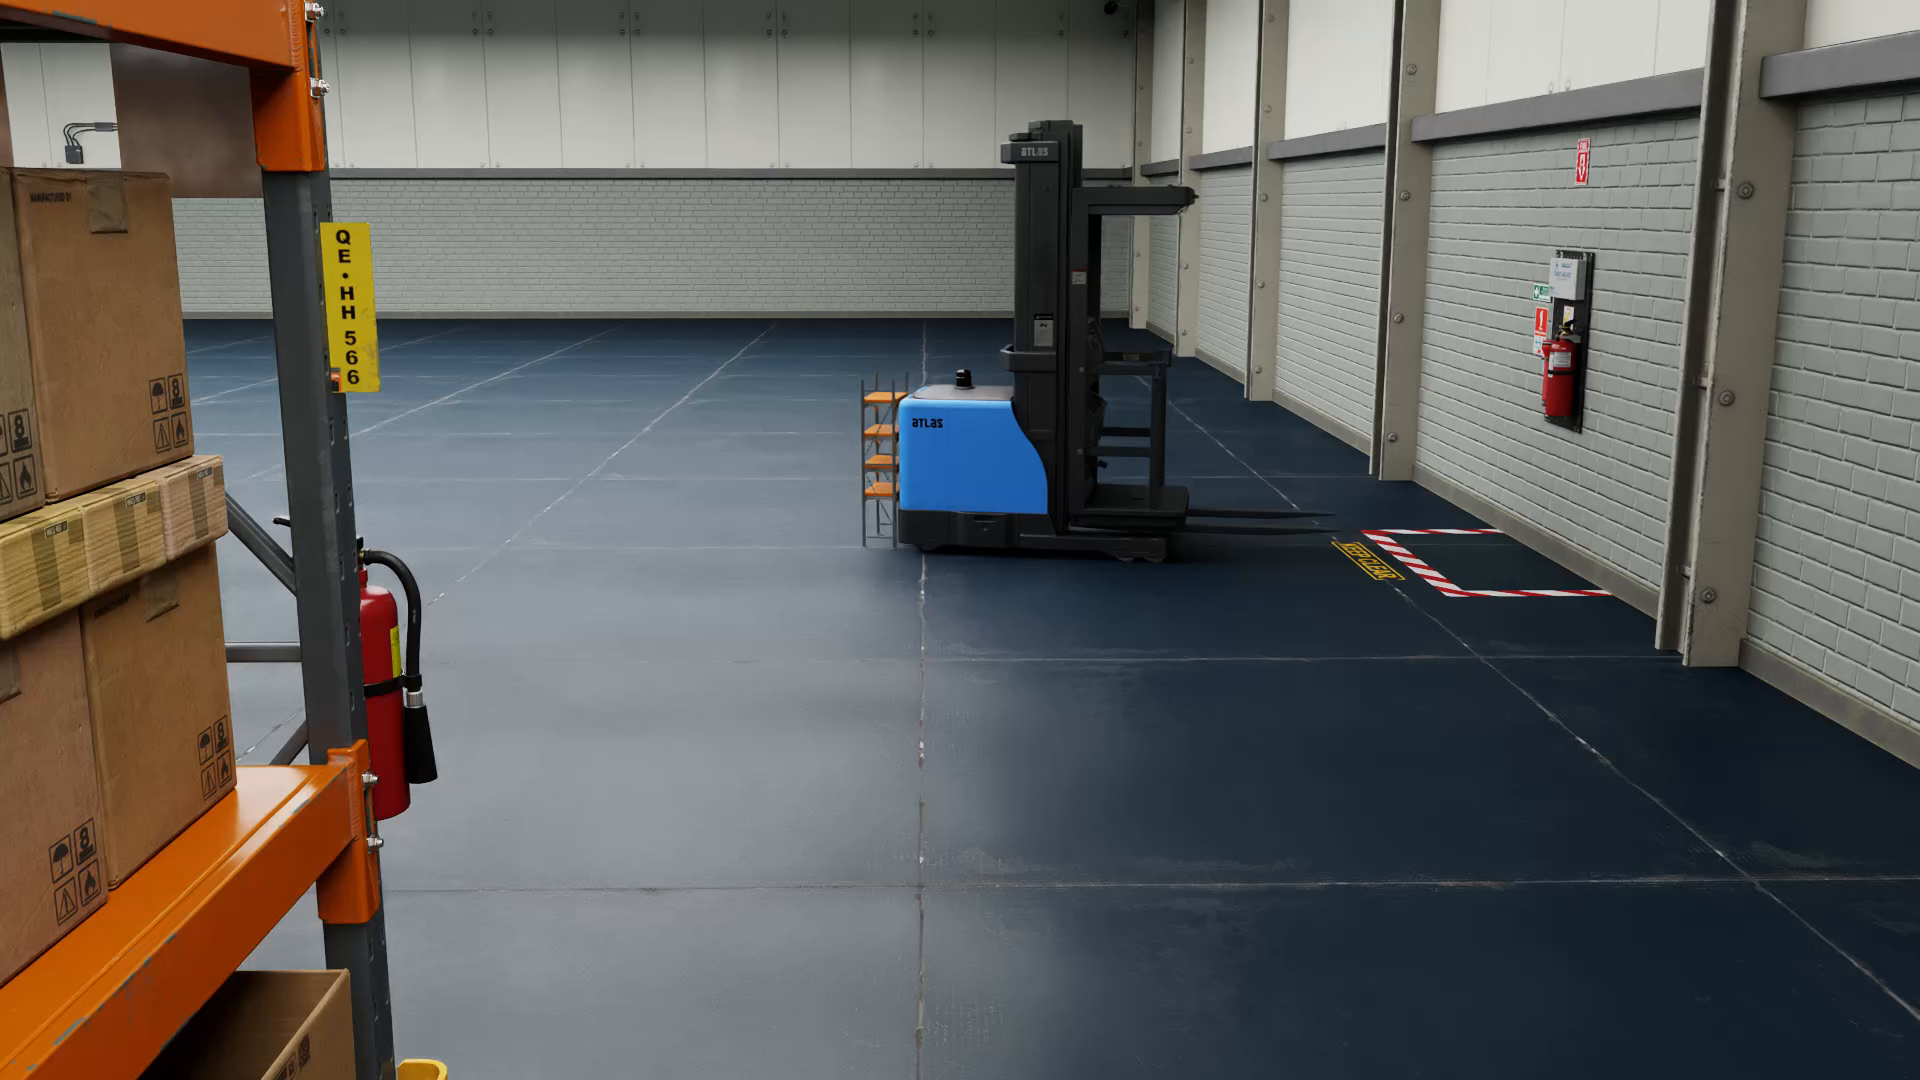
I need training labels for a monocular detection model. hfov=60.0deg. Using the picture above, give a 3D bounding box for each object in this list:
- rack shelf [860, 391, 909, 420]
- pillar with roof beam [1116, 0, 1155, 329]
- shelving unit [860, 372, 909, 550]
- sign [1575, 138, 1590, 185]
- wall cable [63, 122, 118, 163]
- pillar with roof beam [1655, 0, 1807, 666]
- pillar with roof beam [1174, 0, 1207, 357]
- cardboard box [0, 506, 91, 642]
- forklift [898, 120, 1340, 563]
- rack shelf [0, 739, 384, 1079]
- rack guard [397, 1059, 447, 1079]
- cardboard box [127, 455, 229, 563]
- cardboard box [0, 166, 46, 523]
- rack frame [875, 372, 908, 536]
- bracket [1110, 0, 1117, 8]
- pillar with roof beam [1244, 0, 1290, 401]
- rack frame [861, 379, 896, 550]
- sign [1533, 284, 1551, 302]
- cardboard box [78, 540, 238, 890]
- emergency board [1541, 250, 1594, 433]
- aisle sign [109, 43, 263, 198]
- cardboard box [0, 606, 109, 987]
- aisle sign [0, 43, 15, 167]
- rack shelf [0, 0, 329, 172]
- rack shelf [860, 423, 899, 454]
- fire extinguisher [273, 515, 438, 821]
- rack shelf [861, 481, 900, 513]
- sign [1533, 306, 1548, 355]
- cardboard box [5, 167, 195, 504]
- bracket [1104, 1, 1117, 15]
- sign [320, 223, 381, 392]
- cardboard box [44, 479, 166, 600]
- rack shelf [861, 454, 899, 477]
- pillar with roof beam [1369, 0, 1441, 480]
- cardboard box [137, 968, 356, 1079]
[{"bbox_3d":[-0.532,-0.958,11.785,0.258,0.148,0.480,2,12,9],"label":"rack shelf"},{"bbox_3d":[-0.817,-8.537,31.504,9.100,9.000,0.548,0,11,-1],"label":"pillar with roof beam"},{"bbox_3d":[-0.532,-0.572,11.863,0.258,1.200,0.503,2,12,9],"label":"shelving unit"},{"bbox_3d":[4.070,-2.473,10.873,0.001,0.298,0.199,0,11,-1],"label":"sign"},{"bbox_3d":[-17.253,-10.718,33.705,2.305,6.003,0.169,0,11,-1],"label":"wall cable"},{"bbox_3d":[-0.321,-3.766,7.988,9.100,9.000,0.400,0,11,-1],"label":"pillar with roof beam"},{"bbox_3d":[-0.693,-7.344,25.625,9.100,9.000,0.400,0,11,-1],"label":"pillar with roof beam"},{"bbox_3d":[-1.514,0.046,2.405,0.380,0.149,0.250,0,11,-2],"label":"cardboard box"},{"bbox_3d":[1.129,-1.396,11.566,3.031,2.935,1.130,2,12,9],"label":"forklift"},{"bbox_3d":[-1.683,0.985,1.469,1.077,0.370,4.000,0,11,-1],"label":"rack shelf"},{"bbox_3d":[-1.725,1.455,3.629,1.175,0.500,0.348,0,11,-1],"label":"rack guard"},{"bbox_3d":[-1.526,-0.057,2.912,0.380,0.149,0.250,0,11,-2],"label":"cardboard box"},{"bbox_3d":[-1.710,-0.242,2.193,0.700,0.500,0.500,-1,11,-3],"label":"cardboard box"},{"bbox_3d":[-0.494,-0.620,12.099,0.240,1.200,0.015,2,12,9],"label":"rack frame"},{"bbox_3d":[3.087,-10.753,33.376,0.076,0.066,3.189,0,11,-1],"label":"bracket"},{"bbox_3d":[-0.569,-6.151,19.746,9.100,9.000,0.400,0,11,-1],"label":"pillar with roof beam"},{"bbox_3d":[-0.570,-0.525,11.627,0.240,1.200,0.015,2,12,9],"label":"rack frame"},{"bbox_3d":[4.053,-1.721,11.577,0.001,0.109,0.331,0,11,-1],"label":"sign"},{"bbox_3d":[-1.728,0.279,2.889,0.700,0.500,0.500,0,11,-1],"label":"cardboard box"},{"bbox_3d":[3.970,-1.335,11.094,0.194,1.169,0.643,0,11,-1],"label":"emergency board"},{"bbox_3d":[-1.432,-1.053,3.169,0.394,0.787,0.004,0,11,-1],"label":"aisle sign"},{"bbox_3d":[-1.712,0.383,2.375,0.700,0.500,0.500,0,11,0],"label":"cardboard box"},{"bbox_3d":[-2.032,-1.051,3.157,0.394,0.787,0.004,0,11,-1],"label":"aisle sign"},{"bbox_3d":[-1.683,-0.485,1.171,1.077,0.370,4.000,0,11,-1],"label":"rack shelf"},{"bbox_3d":[-0.532,-0.726,11.832,0.258,0.148,0.480,2,12,9],"label":"rack shelf"},{"bbox_3d":[-1.263,0.247,3.490,0.296,0.674,0.183,0,11,-1],"label":"fire extinguisher"},{"bbox_3d":[-0.532,-0.312,11.916,0.258,0.148,0.480,2,12,9],"label":"rack shelf"},{"bbox_3d":[4.062,-1.463,11.634,0.001,0.329,0.234,0,11,-1],"label":"sign"},{"bbox_3d":[-1.727,-0.347,2.709,0.700,0.500,0.500,0,11,-1],"label":"cardboard box"},{"bbox_3d":[3.075,-10.870,33.955,0.235,0.232,0.430,0,11,-1],"label":"bracket"},{"bbox_3d":[-1.182,-0.448,3.216,0.100,0.325,0.005,0,11,-1],"label":"sign"},{"bbox_3d":[-1.519,-0.005,2.656,0.380,0.149,0.250,0,11,0],"label":"cardboard box"},{"bbox_3d":[-0.532,-0.507,11.876,0.258,0.148,0.480,2,12,9],"label":"rack shelf"},{"bbox_3d":[-0.445,-4.958,13.867,9.100,9.000,0.400,0,11,-1],"label":"pillar with roof beam"},{"bbox_3d":[-1.416,1.114,2.995,0.500,0.500,0.500,0,11,-1],"label":"cardboard box"}]
